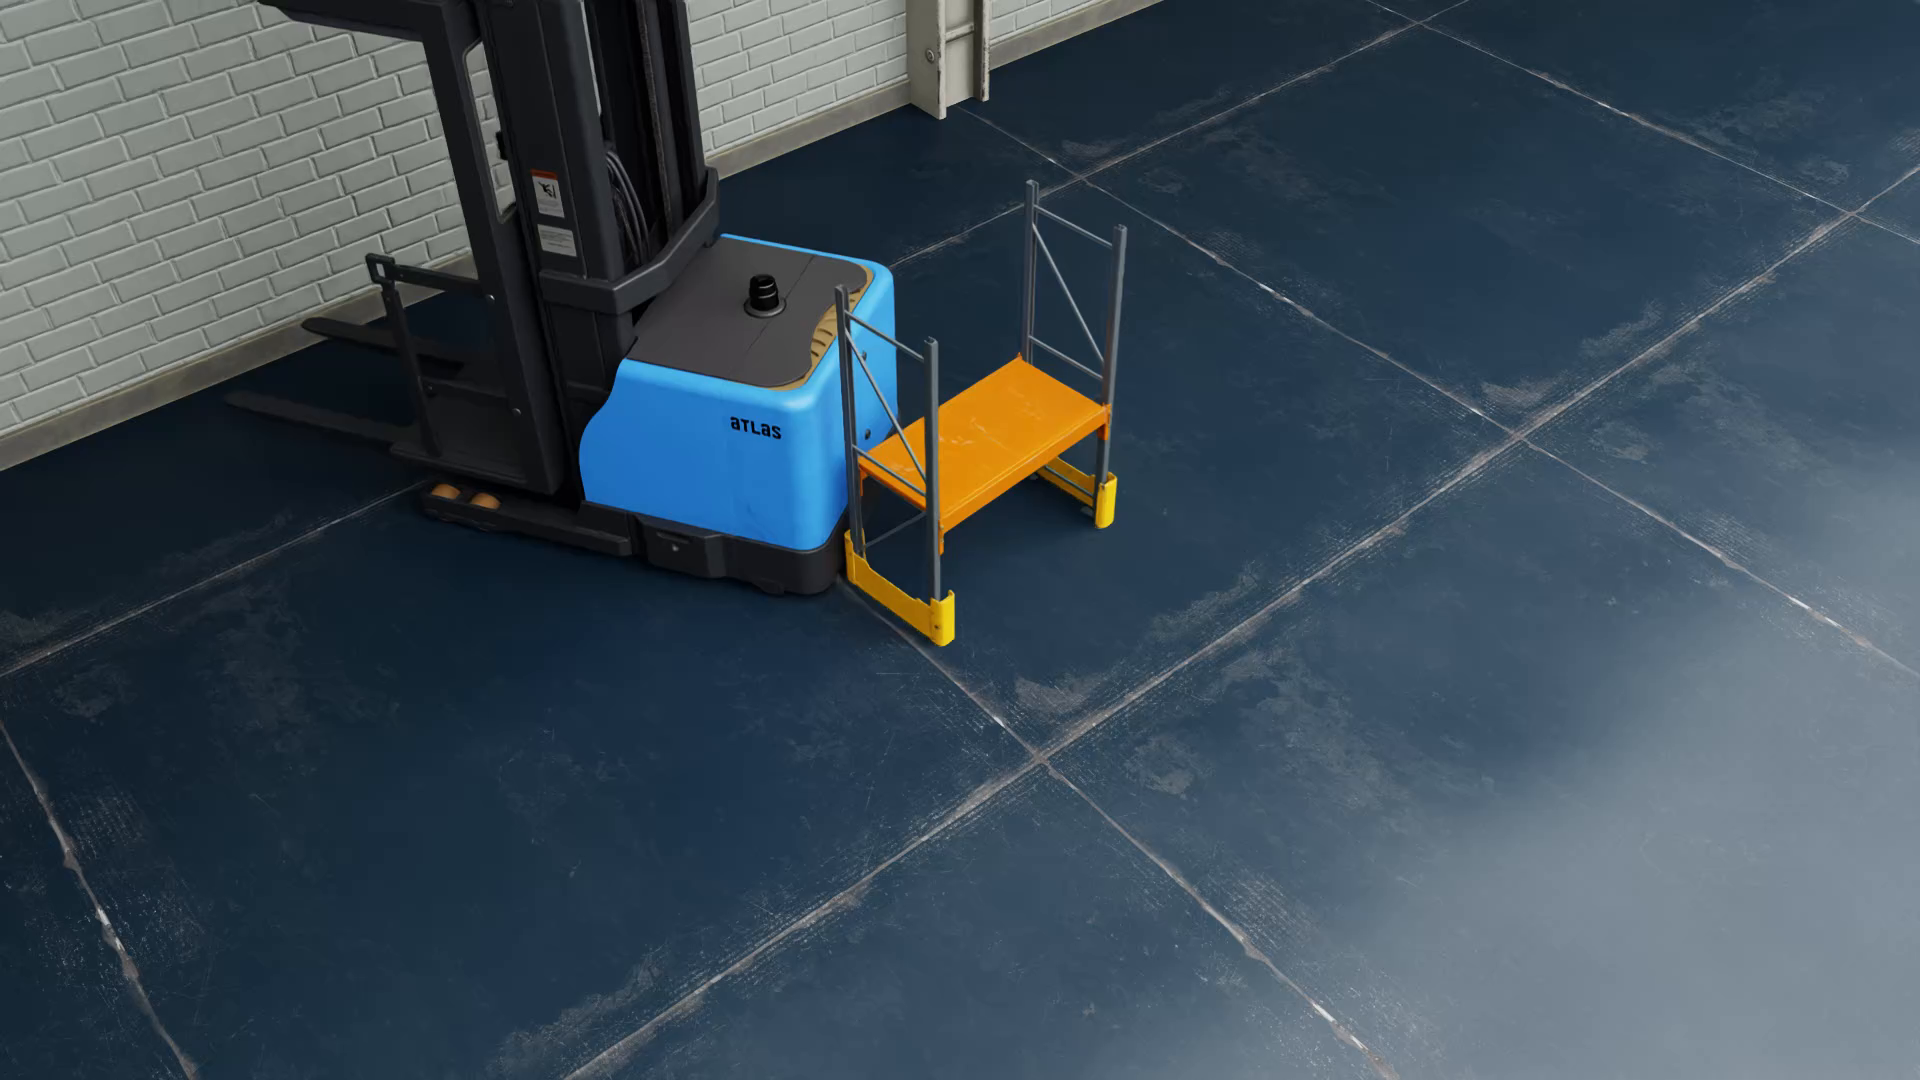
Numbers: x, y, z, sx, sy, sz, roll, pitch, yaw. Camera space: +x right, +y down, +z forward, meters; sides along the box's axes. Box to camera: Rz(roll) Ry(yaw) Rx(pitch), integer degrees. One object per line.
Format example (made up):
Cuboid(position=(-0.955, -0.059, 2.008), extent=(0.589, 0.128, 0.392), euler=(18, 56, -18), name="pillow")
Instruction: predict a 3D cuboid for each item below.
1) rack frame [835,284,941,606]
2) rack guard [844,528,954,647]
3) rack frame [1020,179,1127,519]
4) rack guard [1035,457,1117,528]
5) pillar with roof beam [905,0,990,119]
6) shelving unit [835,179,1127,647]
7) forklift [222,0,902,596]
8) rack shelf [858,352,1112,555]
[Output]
Cuboid(position=(-0.266, -0.258, 6.429), extent=(0.500, 1.500, 0.032), euler=(34, 53, 31), name="rack frame")
Cuboid(position=(-0.252, 0.189, 6.867), extent=(0.587, 0.250, 0.087), euler=(34, 53, 31), name="rack guard")
Cuboid(position=(0.448, -0.753, 6.957), extent=(0.500, 1.500, 0.032), euler=(34, 53, 31), name="rack frame")
Cuboid(position=(0.447, -0.297, 7.384), extent=(0.587, 0.250, 0.087), euler=(34, 53, 31), name="rack guard")
Cuboid(position=(2.692, -3.695, 4.611), extent=(0.400, 9.000, 9.100), euler=(-30, 51, -28), name="pillar with roof beam")
Cuboid(position=(0.097, -0.510, 6.697), extent=(0.587, 1.500, 1.083), euler=(34, 53, 31), name="shelving unit")
Cuboid(position=(-1.837, -1.437, 6.639), extent=(3.031, 2.935, 1.130), euler=(13, 45, 13), name="forklift")
Cuboid(position=(0.091, -0.374, 6.816), extent=(0.538, 0.185, 1.000), euler=(34, 53, 31), name="rack shelf")
